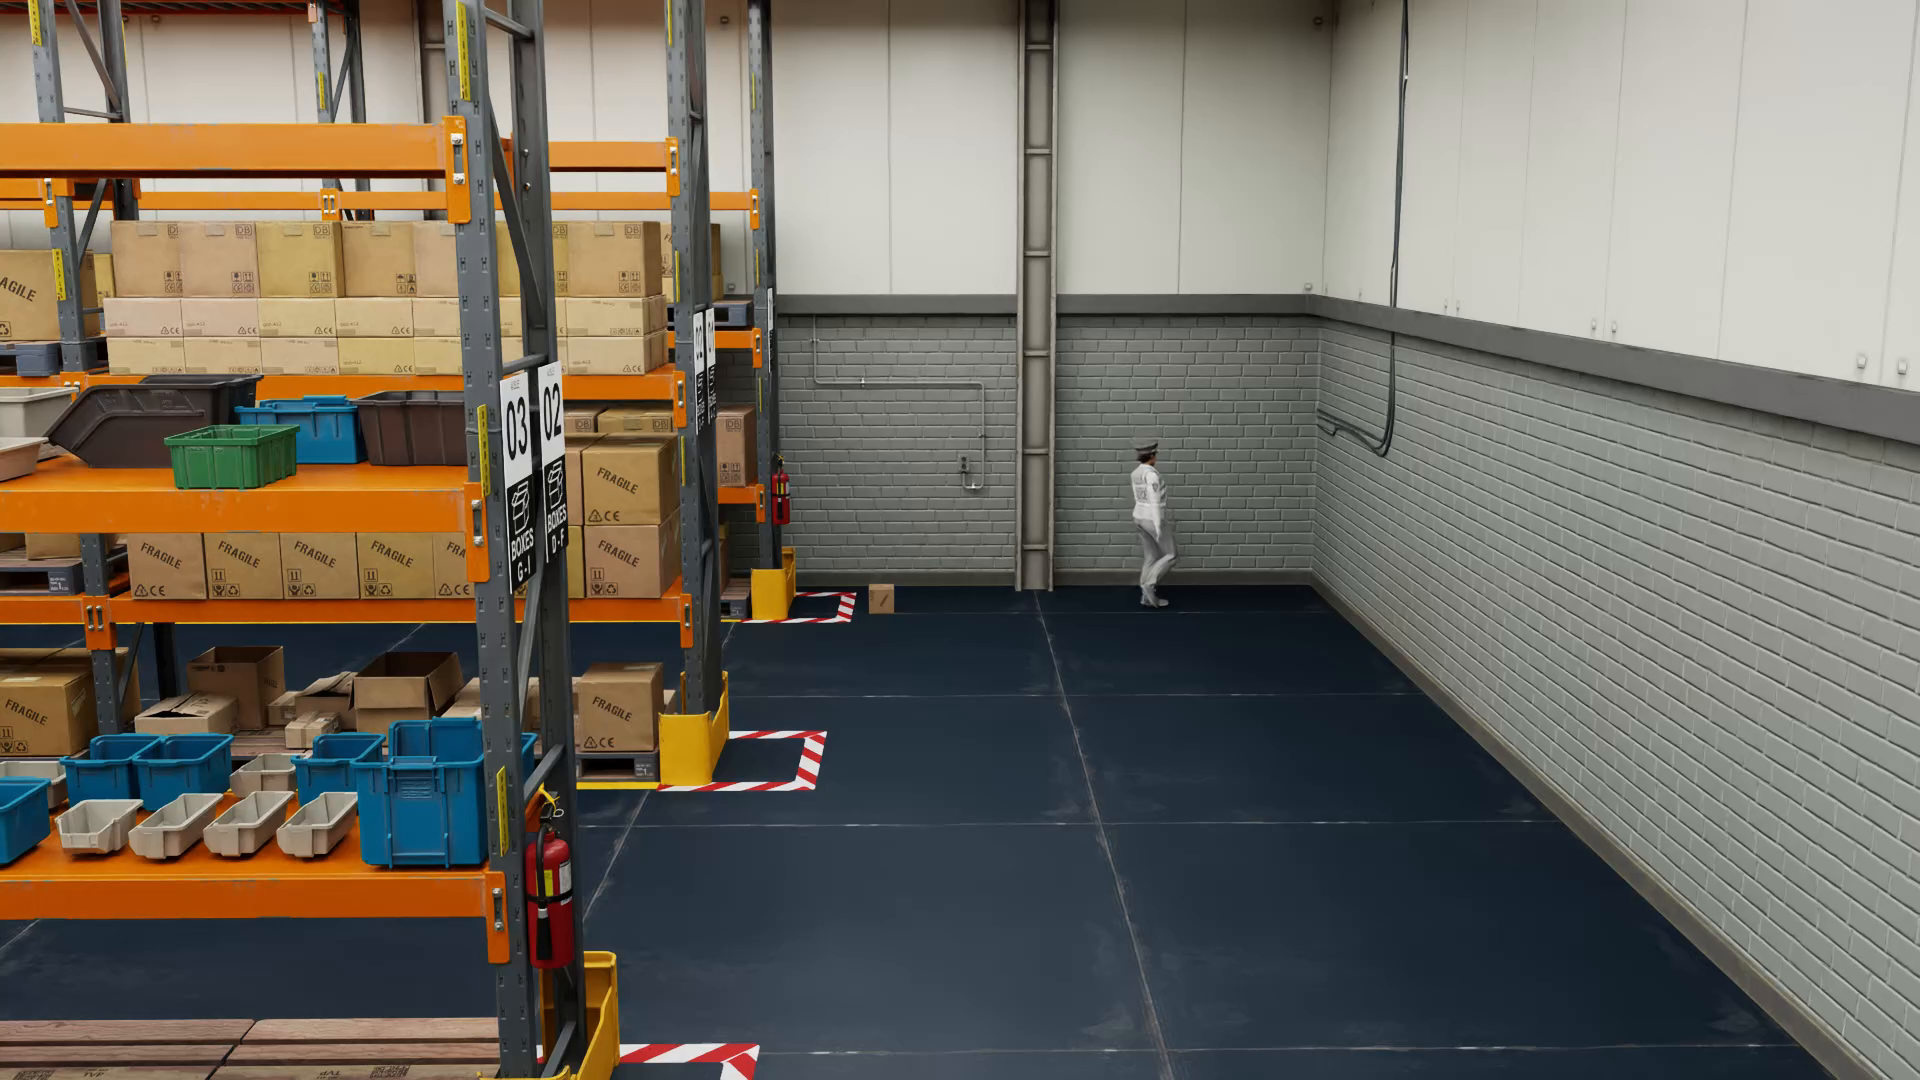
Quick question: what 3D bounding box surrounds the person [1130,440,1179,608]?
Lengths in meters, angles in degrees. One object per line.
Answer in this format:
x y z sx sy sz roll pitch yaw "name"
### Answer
1.941 -0.164 16.683 0.426 1.655 0.544 -4 11 -20 "person"
